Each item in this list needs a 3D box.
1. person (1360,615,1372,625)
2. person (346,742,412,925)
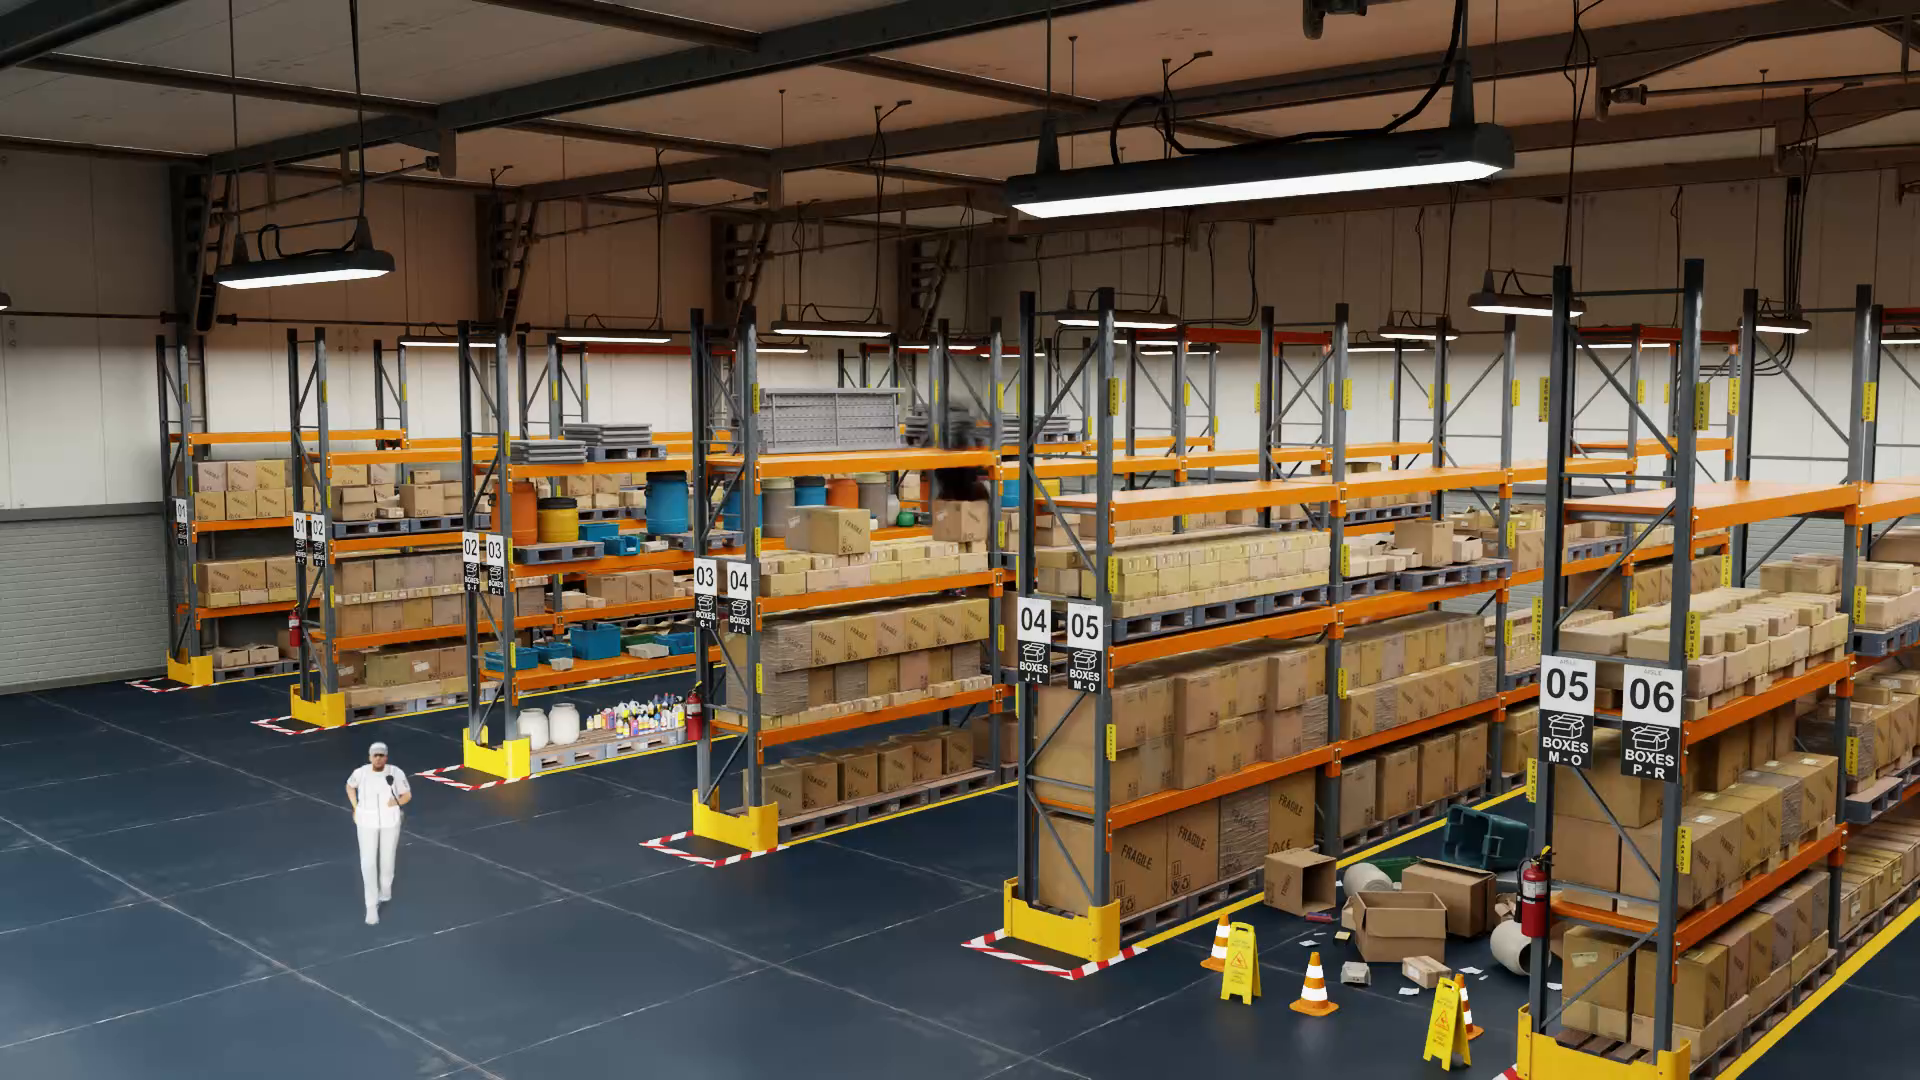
[{"bbox_3d":[6.245,1.930,25.660,0.649,1.682,0.586,5,7,44],"label":"person"},{"bbox_3d":[-5.670,2.814,16.272,0.593,1.721,0.826,-2,6,-22],"label":"person"}]
